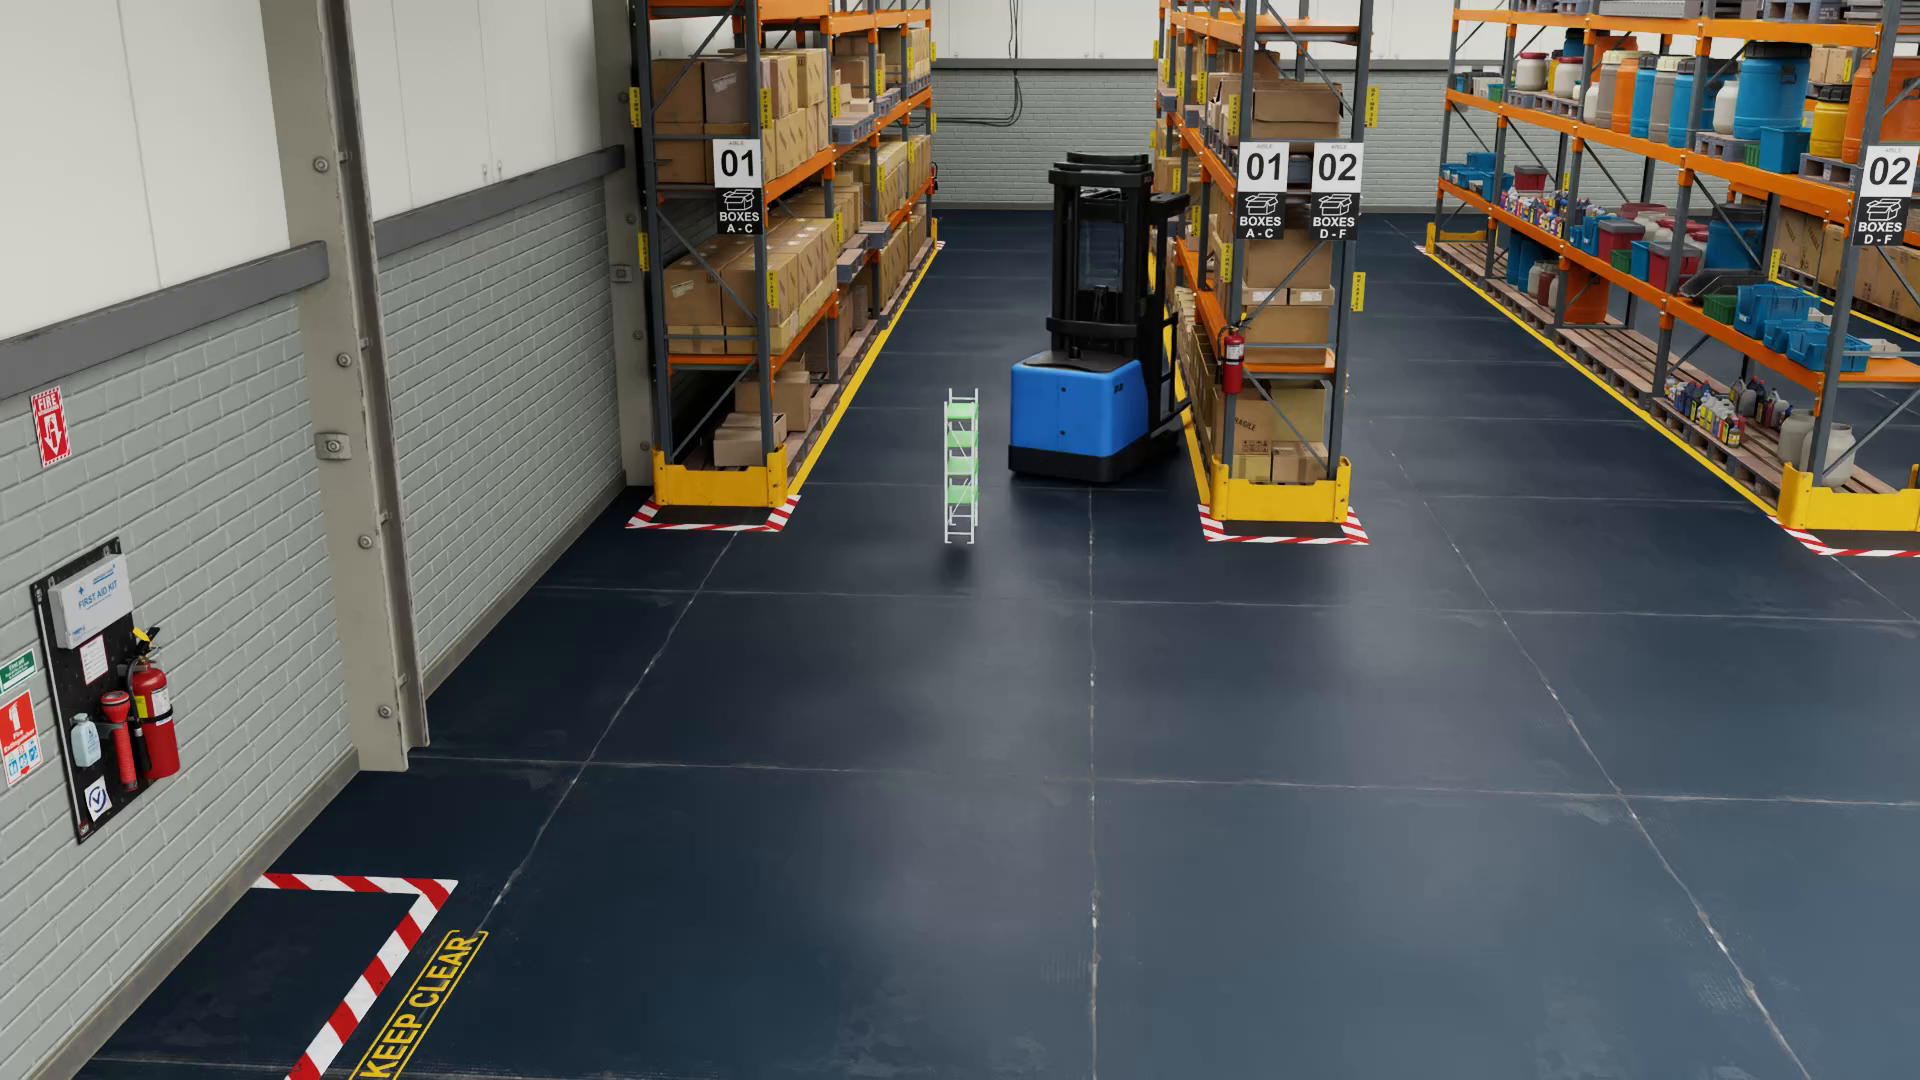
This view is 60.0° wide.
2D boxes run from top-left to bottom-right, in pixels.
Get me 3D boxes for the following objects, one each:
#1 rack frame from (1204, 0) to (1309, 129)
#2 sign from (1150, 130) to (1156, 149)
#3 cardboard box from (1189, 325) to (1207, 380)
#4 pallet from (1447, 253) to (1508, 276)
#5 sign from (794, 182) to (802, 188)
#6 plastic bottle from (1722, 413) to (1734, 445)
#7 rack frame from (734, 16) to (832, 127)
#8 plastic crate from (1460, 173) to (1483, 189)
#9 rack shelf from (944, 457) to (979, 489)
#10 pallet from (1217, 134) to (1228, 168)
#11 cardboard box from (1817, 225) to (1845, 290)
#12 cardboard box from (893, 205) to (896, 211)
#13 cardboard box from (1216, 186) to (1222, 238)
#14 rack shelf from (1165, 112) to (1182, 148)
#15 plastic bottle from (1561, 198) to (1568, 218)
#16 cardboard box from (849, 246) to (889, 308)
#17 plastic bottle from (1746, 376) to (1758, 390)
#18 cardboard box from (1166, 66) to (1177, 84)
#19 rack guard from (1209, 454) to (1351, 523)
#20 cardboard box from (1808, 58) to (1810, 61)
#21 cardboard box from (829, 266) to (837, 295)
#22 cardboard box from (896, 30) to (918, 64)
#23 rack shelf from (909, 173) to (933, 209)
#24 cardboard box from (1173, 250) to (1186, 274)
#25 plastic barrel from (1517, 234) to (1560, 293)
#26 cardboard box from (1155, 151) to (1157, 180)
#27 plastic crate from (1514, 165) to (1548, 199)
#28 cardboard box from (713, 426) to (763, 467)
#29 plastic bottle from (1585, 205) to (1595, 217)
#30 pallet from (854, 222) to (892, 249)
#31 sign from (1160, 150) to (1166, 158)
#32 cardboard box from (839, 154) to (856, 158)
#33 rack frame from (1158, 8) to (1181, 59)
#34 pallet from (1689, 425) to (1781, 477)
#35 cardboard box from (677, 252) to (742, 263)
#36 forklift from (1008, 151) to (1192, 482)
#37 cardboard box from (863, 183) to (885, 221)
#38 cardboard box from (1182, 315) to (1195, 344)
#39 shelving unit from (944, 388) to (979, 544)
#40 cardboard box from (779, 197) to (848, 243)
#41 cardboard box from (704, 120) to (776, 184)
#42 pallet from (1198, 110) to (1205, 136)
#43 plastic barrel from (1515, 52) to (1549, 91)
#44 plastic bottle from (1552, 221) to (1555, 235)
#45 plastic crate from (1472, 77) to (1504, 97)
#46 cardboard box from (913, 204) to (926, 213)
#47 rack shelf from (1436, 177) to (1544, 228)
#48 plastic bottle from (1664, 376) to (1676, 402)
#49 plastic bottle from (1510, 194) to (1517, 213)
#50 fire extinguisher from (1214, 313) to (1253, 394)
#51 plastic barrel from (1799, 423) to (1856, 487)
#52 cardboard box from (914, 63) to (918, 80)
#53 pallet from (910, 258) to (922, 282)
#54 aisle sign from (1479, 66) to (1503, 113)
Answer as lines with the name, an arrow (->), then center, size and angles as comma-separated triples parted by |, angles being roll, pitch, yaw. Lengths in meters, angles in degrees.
rack frame -> 3.070, -5.740, 16.990 | 1.000, 3.000, 0.127 | 1, 18, 4
sign -> 3.389, -7.040, 29.200 | 0.100, 0.325, 0.005 | 1, 18, 4
cardboard box -> 2.725, -2.002, 17.752 | 0.500, 0.500, 0.500 | 1, 18, 4
pallet -> 8.683, -4.546, 27.459 | 1.003, 0.211, 1.213 | 1, 18, 4
sign -> -2.138, -4.803, 21.904 | 0.100, 0.325, 0.005 | 1, 18, 4
plastic bottle -> 7.409, -1.071, 16.029 | 0.061, 0.283, 0.133 | 2, 18, 5
rack frame -> -1.871, -5.850, 17.324 | 1.000, 3.000, 0.127 | 1, 18, 4
plastic crate -> 8.409, -5.882, 27.230 | 0.416, 0.233, 0.300 | 1, 18, 4
rack shelf -> 0.012, -0.561, 13.913 | 0.258, 0.148, 0.480 | 1, 18, 4
pallet -> 2.945, -3.630, 15.507 | 1.003, 0.211, 1.213 | 1, 18, 4
cardboard box -> 13.499, -4.143, 24.486 | 1.225, 0.875, 0.875 | 1, 18, 4
cardboard box -> -1.141, -4.946, 24.572 | 0.380, 0.149, 0.250 | 1, 18, 4
cardboard box -> 3.045, -3.416, 17.286 | 0.700, 0.500, 0.500 | 1, 18, 4
rack shelf -> 3.501, -5.837, 23.256 | 1.077, 0.370, 4.000 | 1, 18, 4
plastic bottle -> 8.681, -4.757, 23.829 | 0.097, 0.271, 0.097 | 0, 18, 0
cardboard box -> -1.400, -3.645, 23.007 | 0.750, 0.750, 0.750 | 1, 18, 3
plastic bottle -> 8.252, -1.522, 17.297 | 0.144, 0.351, 0.185 | 1, 18, 2
cardboard box -> 3.408, -7.123, 25.465 | 0.500, 0.250, 0.500 | 1, 18, 4
rack guard -> 2.782, -0.452, 14.499 | 1.175, 0.500, 0.348 | 1, 18, 4
cardboard box -> 13.678, -7.618, 26.541 | 0.700, 0.500, 0.500 | 0, 18, 0
cardboard box -> -1.602, -2.783, 17.809 | 0.500, 0.250, 0.500 | 1, 18, 4
cardboard box -> -0.936, -7.816, 26.344 | 0.500, 0.500, 0.500 | 1, 18, 3
rack shelf -> -1.154, -5.763, 27.849 | 1.077, 0.370, 4.000 | 1, 18, 4
cardboard box -> 3.190, -3.823, 22.876 | 0.500, 0.250, 0.500 | 2, 18, 6
plastic barrel -> 8.478, -4.076, 24.242 | 0.600, 0.901, 0.708 | 1, 18, 4
cardboard box -> 3.604, -6.372, 28.391 | 0.500, 0.500, 0.500 | 1, 18, 3
plastic crate -> 8.898, -5.593, 25.976 | 0.402, 0.464, 0.583 | 1, 18, 4
cardboard box -> -2.018, -0.901, 15.467 | 0.500, 0.311, 0.500 | -1, 18, -2
plastic bottle -> 8.750, -4.519, 23.097 | 0.152, 0.276, 0.135 | 1, 18, 4
pallet -> -1.529, -3.926, 21.397 | 1.213, 0.211, 1.003 | 1, 18, 4
sign -> 3.102, -5.795, 25.402 | 0.100, 0.325, 0.005 | 1, 18, 4
cardboard box -> -1.729, -5.263, 23.292 | 0.500, 0.250, 0.500 | 1, 18, 3
rack frame -> 3.931, -9.467, 28.364 | 1.000, 3.000, 0.127 | 1, 18, 4
pallet -> 7.836, -0.865, 16.224 | 1.003, 0.211, 1.213 | 1, 18, 4
cardboard box -> -2.290, -2.358, 15.308 | 0.500, 0.500, 0.500 | 2, 18, 5
forklift -> 1.563, -2.338, 16.351 | 1.130, 2.935, 3.031 | 9, 20, 25
cardboard box -> -1.294, -4.585, 22.427 | 0.500, 0.500, 0.500 | 2, 18, 6
cardboard box -> 2.883, -2.498, 19.569 | 0.500, 0.311, 0.500 | 1, 18, 4
shelving unit -> 0.012, -0.622, 13.893 | 0.258, 1.200, 0.503 | 1, 18, 4
cardboard box -> -1.737, -3.791, 19.810 | 0.700, 0.500, 0.500 | 4, 19, 11
cardboard box -> -1.884, -3.337, 14.281 | 0.500, 0.500, 0.500 | 2, 18, 5
pallet -> 3.320, -4.907, 19.568 | 1.003, 0.211, 1.213 | 2, 18, 6
plastic barrel -> 8.296, -6.794, 24.131 | 0.433, 0.535, 0.433 | 0, 18, 0
plastic bottle -> 7.944, -4.168, 22.145 | 0.097, 0.201, 0.097 | 0, 18, 0
plastic crate -> 8.404, -7.192, 26.429 | 0.437, 0.282, 0.530 | 1, 18, 4
cardboard box -> -0.788, -5.782, 29.051 | 0.380, 0.149, 0.250 | 1, 18, 3
rack shelf -> 8.728, -5.542, 27.174 | 1.077, 0.370, 4.000 | 1, 18, 4
plastic bottle -> 7.551, -1.601, 17.667 | 0.097, 0.271, 0.097 | 0, 18, 0
plastic bottle -> 8.109, -4.917, 24.318 | 0.097, 0.271, 0.097 | 0, 18, 0
fire extinguisher -> 2.312, -1.584, 14.065 | 0.296, 0.674, 0.183 | 1, 18, 4
plastic barrel -> 7.695, -0.759, 14.743 | 0.421, 0.512, 0.421 | 0, 18, 0
cardboard box -> -0.934, -7.451, 26.435 | 0.500, 0.250, 0.500 | 1, 18, 3
pallet -> -1.165, -4.393, 26.990 | 1.003, 0.211, 1.213 | 1, 18, 4
aisle sign -> 9.168, -7.756, 28.601 | 0.394, 0.787, 0.004 | 1, 18, 4
